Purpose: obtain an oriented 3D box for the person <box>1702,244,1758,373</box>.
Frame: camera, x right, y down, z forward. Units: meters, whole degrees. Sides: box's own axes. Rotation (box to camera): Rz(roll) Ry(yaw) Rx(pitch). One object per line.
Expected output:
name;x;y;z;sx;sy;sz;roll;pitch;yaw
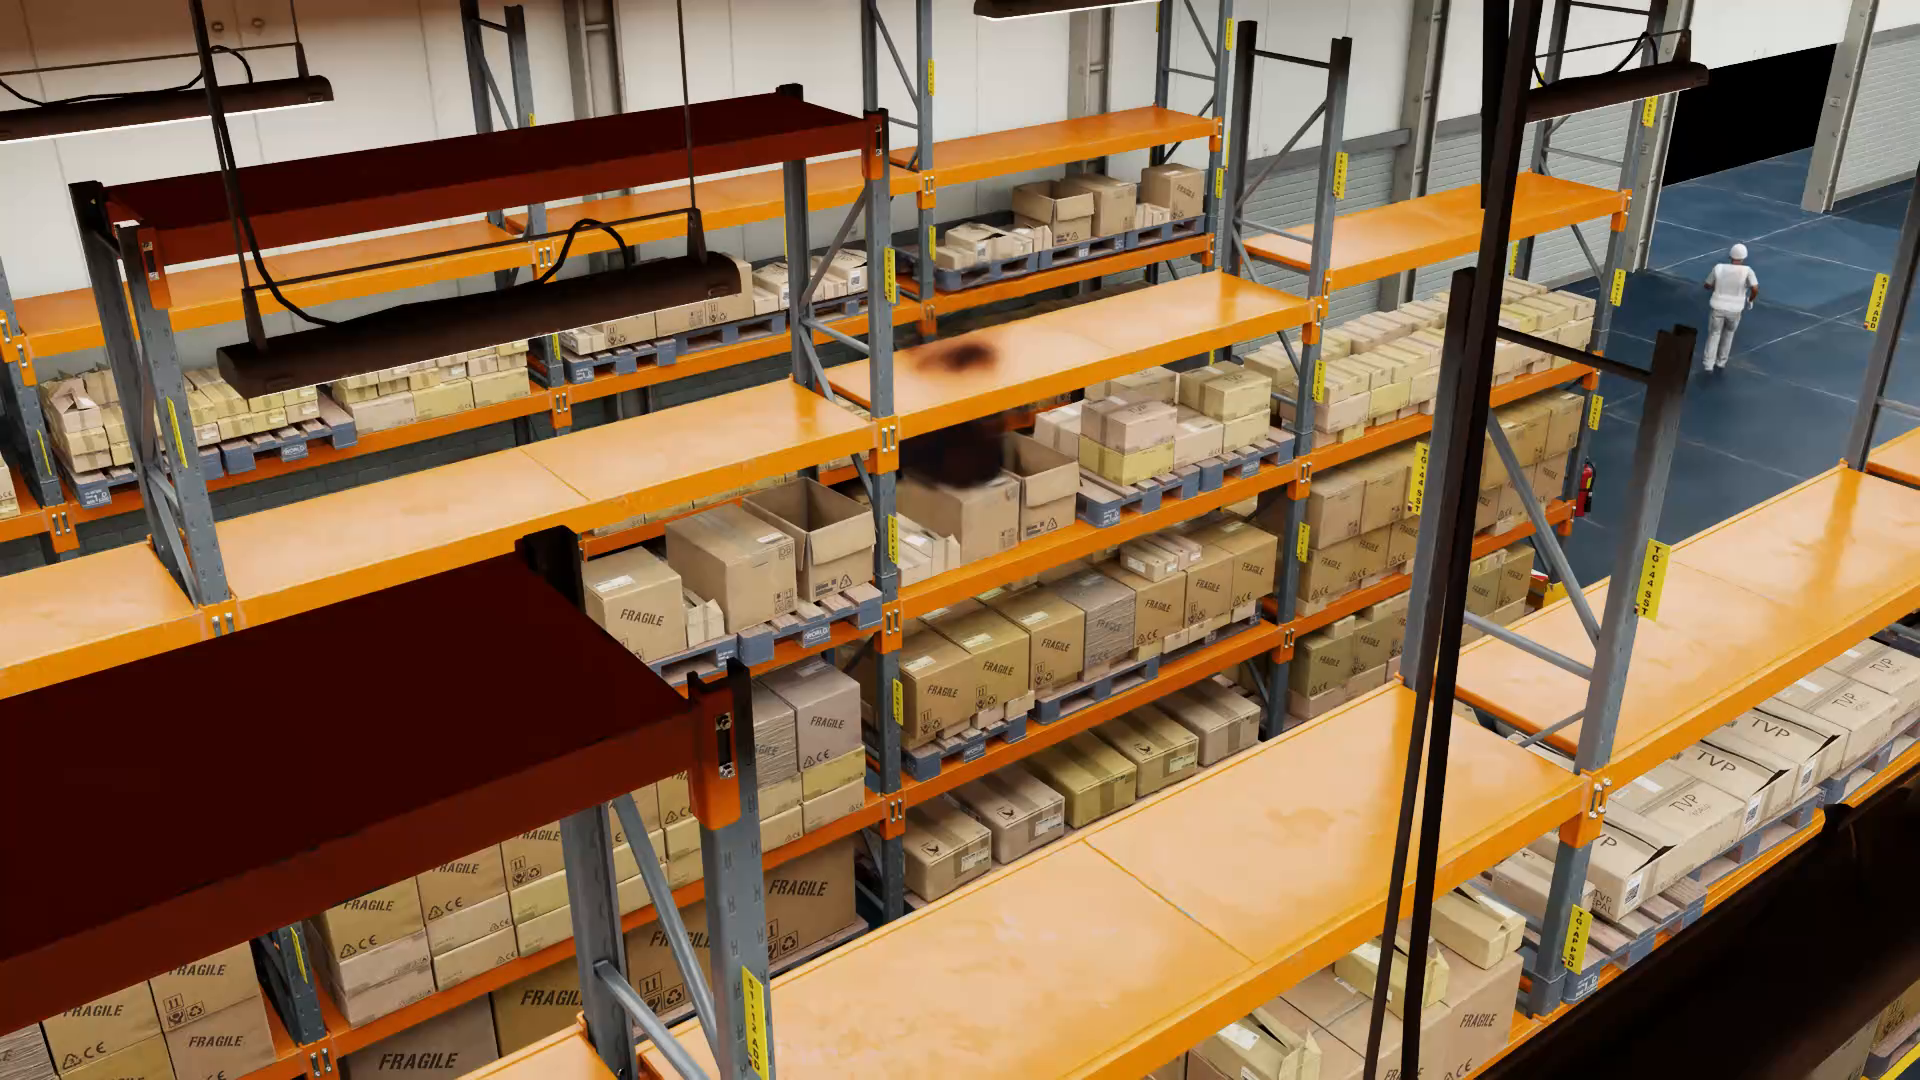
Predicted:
person;10.313;-3.094;22.385;0.654;1.818;0.817;11;28;22
